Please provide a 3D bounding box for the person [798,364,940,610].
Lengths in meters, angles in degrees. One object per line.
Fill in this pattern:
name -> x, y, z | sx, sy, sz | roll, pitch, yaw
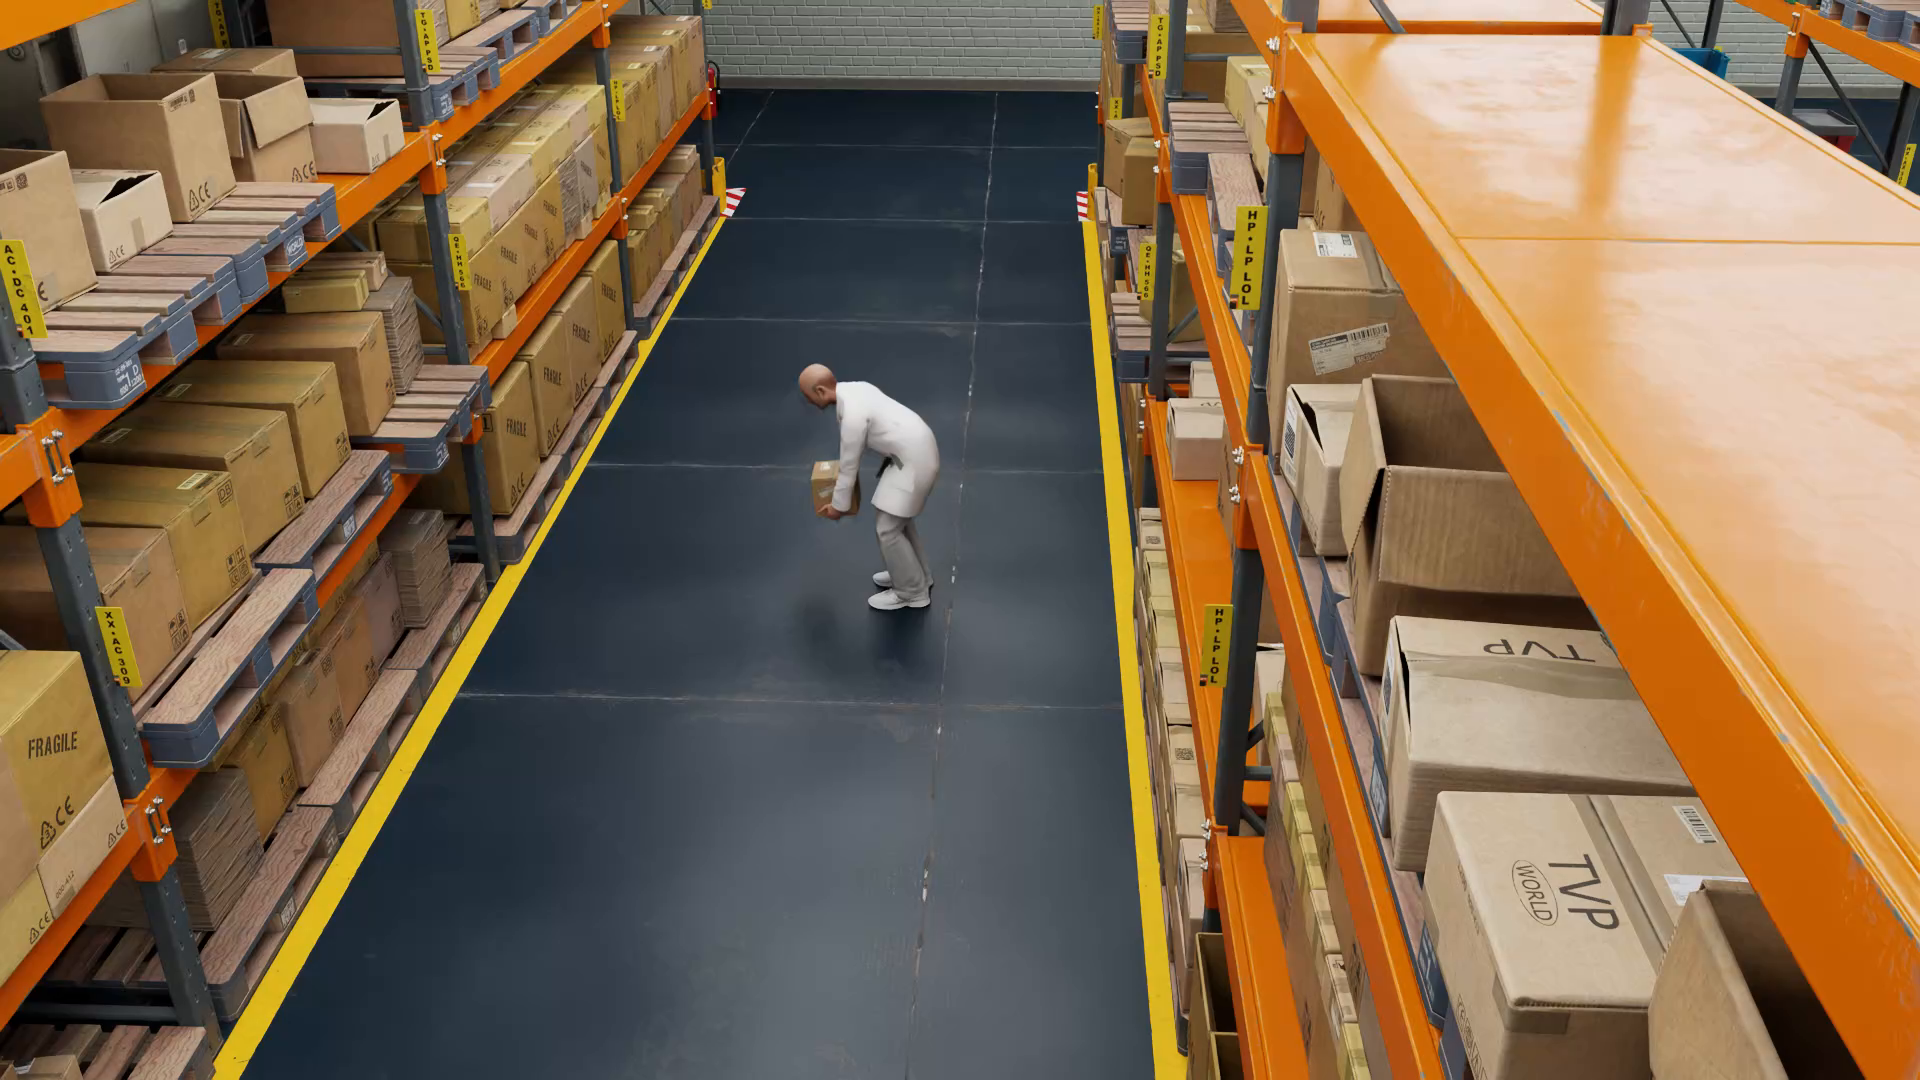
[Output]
person -> -0.521, -0.333, 9.815 | 0.805, 1.504, 0.555 | 0, 28, 1
